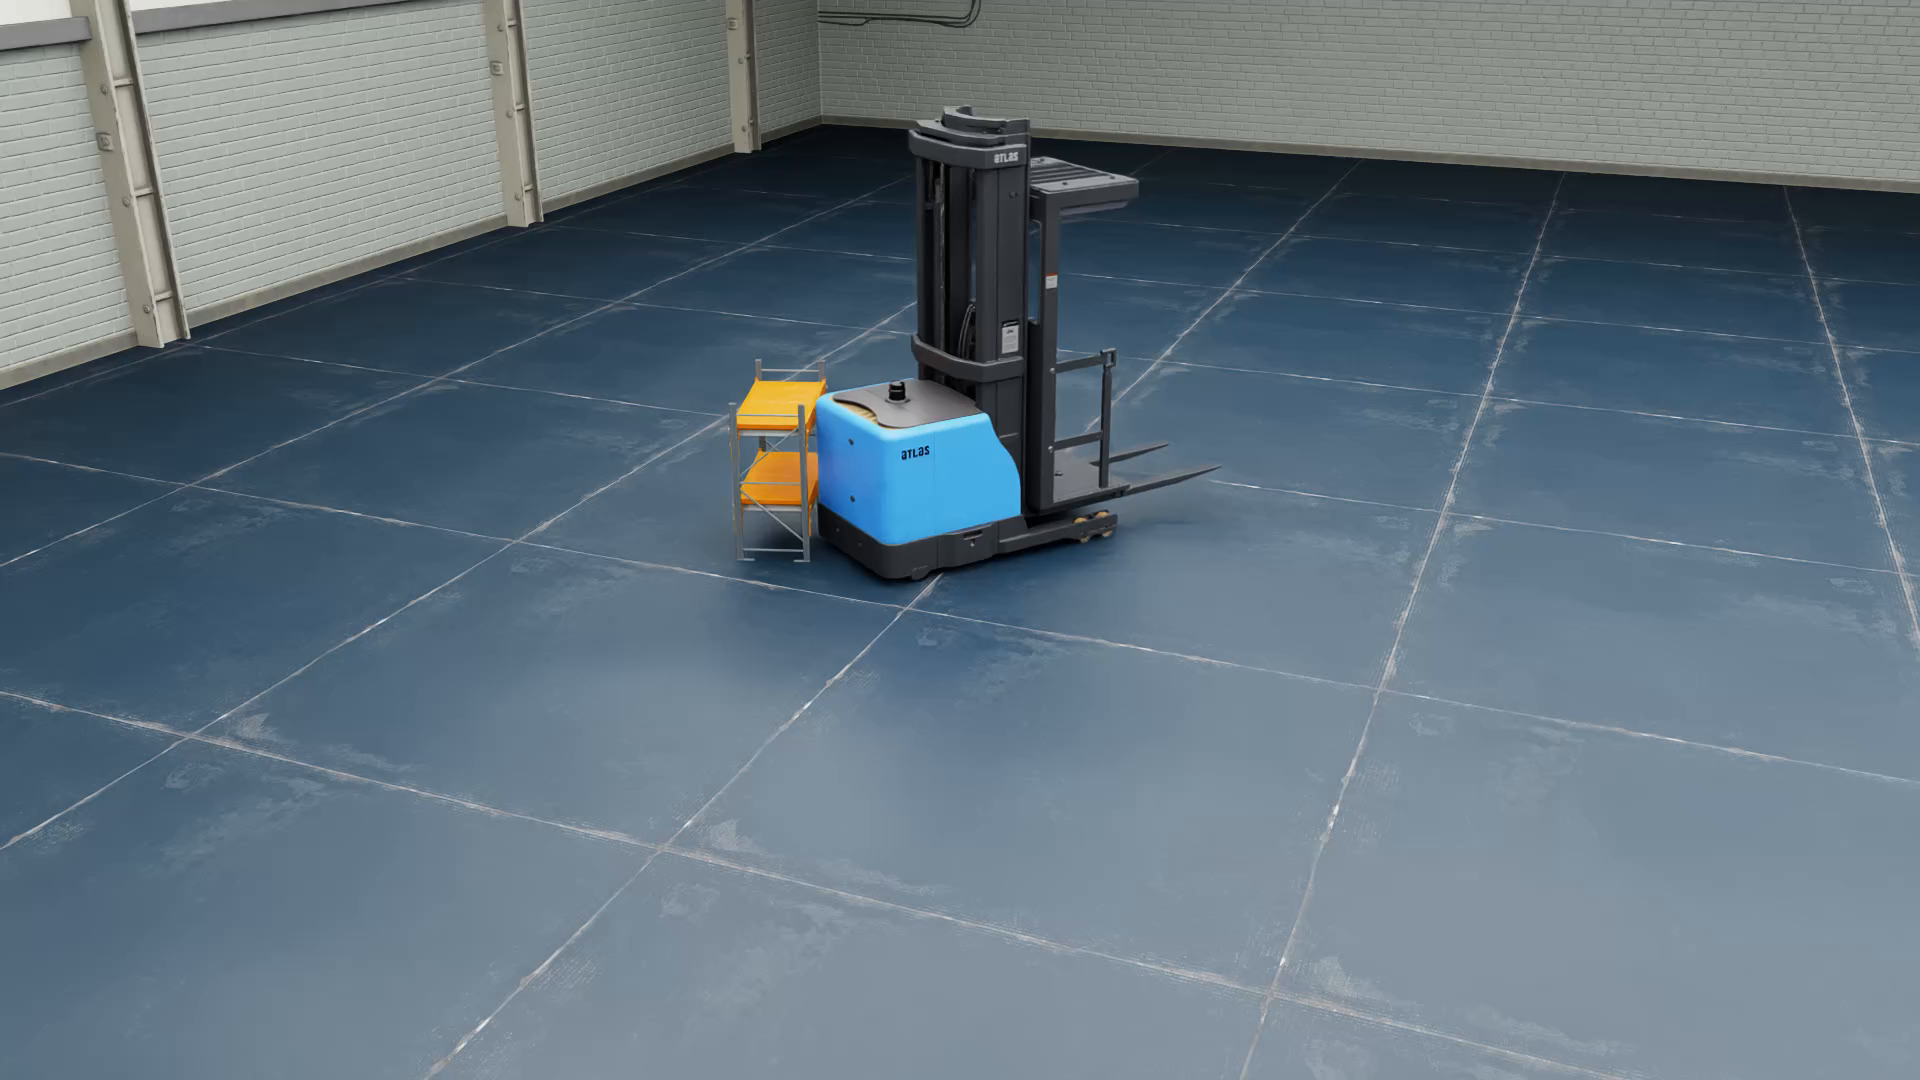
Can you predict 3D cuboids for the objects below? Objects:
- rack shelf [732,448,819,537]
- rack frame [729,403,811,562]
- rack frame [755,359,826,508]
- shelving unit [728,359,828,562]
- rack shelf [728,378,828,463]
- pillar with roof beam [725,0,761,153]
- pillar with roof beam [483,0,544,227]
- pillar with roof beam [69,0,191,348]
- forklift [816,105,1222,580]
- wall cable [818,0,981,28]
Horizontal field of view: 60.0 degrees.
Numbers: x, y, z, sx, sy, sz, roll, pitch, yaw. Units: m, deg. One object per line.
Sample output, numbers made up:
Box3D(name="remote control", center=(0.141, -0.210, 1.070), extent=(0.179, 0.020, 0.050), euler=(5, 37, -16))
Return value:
Box3D(name="rack shelf", center=(-1.247, -0.348, 11.757), extent=(0.538, 0.278, 1.000), euler=(1, 23, 3))
Box3D(name="rack frame", center=(-1.276, -0.378, 11.195), extent=(0.500, 1.125, 0.032), euler=(1, 23, 3))
Box3D(name="rack frame", center=(-1.218, -0.769, 12.131), extent=(0.500, 1.125, 0.032), euler=(1, 23, 3))
Box3D(name="shelving unit", center=(-1.247, -0.573, 11.663), extent=(0.538, 1.125, 1.048), euler=(1, 23, 3))
Box3D(name="rack shelf", center=(-1.247, -0.843, 11.550), extent=(0.538, 0.278, 1.000), euler=(1, 23, 3))
Box3D(name="pillar with roof beam", center=(0.575, -9.797, 23.530), extent=(9.100, 9.000, 0.400), euler=(9, 24, 20))
Box3D(name="pillar with roof beam", center=(-1.654, -7.650, 18.390), extent=(9.100, 9.000, 0.400), euler=(9, 24, 20))
Box3D(name="pillar with roof beam", center=(-3.882, -5.503, 13.250), extent=(9.100, 9.000, 0.400), euler=(9, 24, 20))
Box3D(name="forklift", center=(0.519, -1.499, 11.537), extent=(3.031, 2.935, 1.130), euler=(-14, 26, -30))
Box3D(name="wall cable", center=(-1.100, -9.846, 27.675), extent=(3.097, 2.526, 0.112), euler=(9, 24, 20))
